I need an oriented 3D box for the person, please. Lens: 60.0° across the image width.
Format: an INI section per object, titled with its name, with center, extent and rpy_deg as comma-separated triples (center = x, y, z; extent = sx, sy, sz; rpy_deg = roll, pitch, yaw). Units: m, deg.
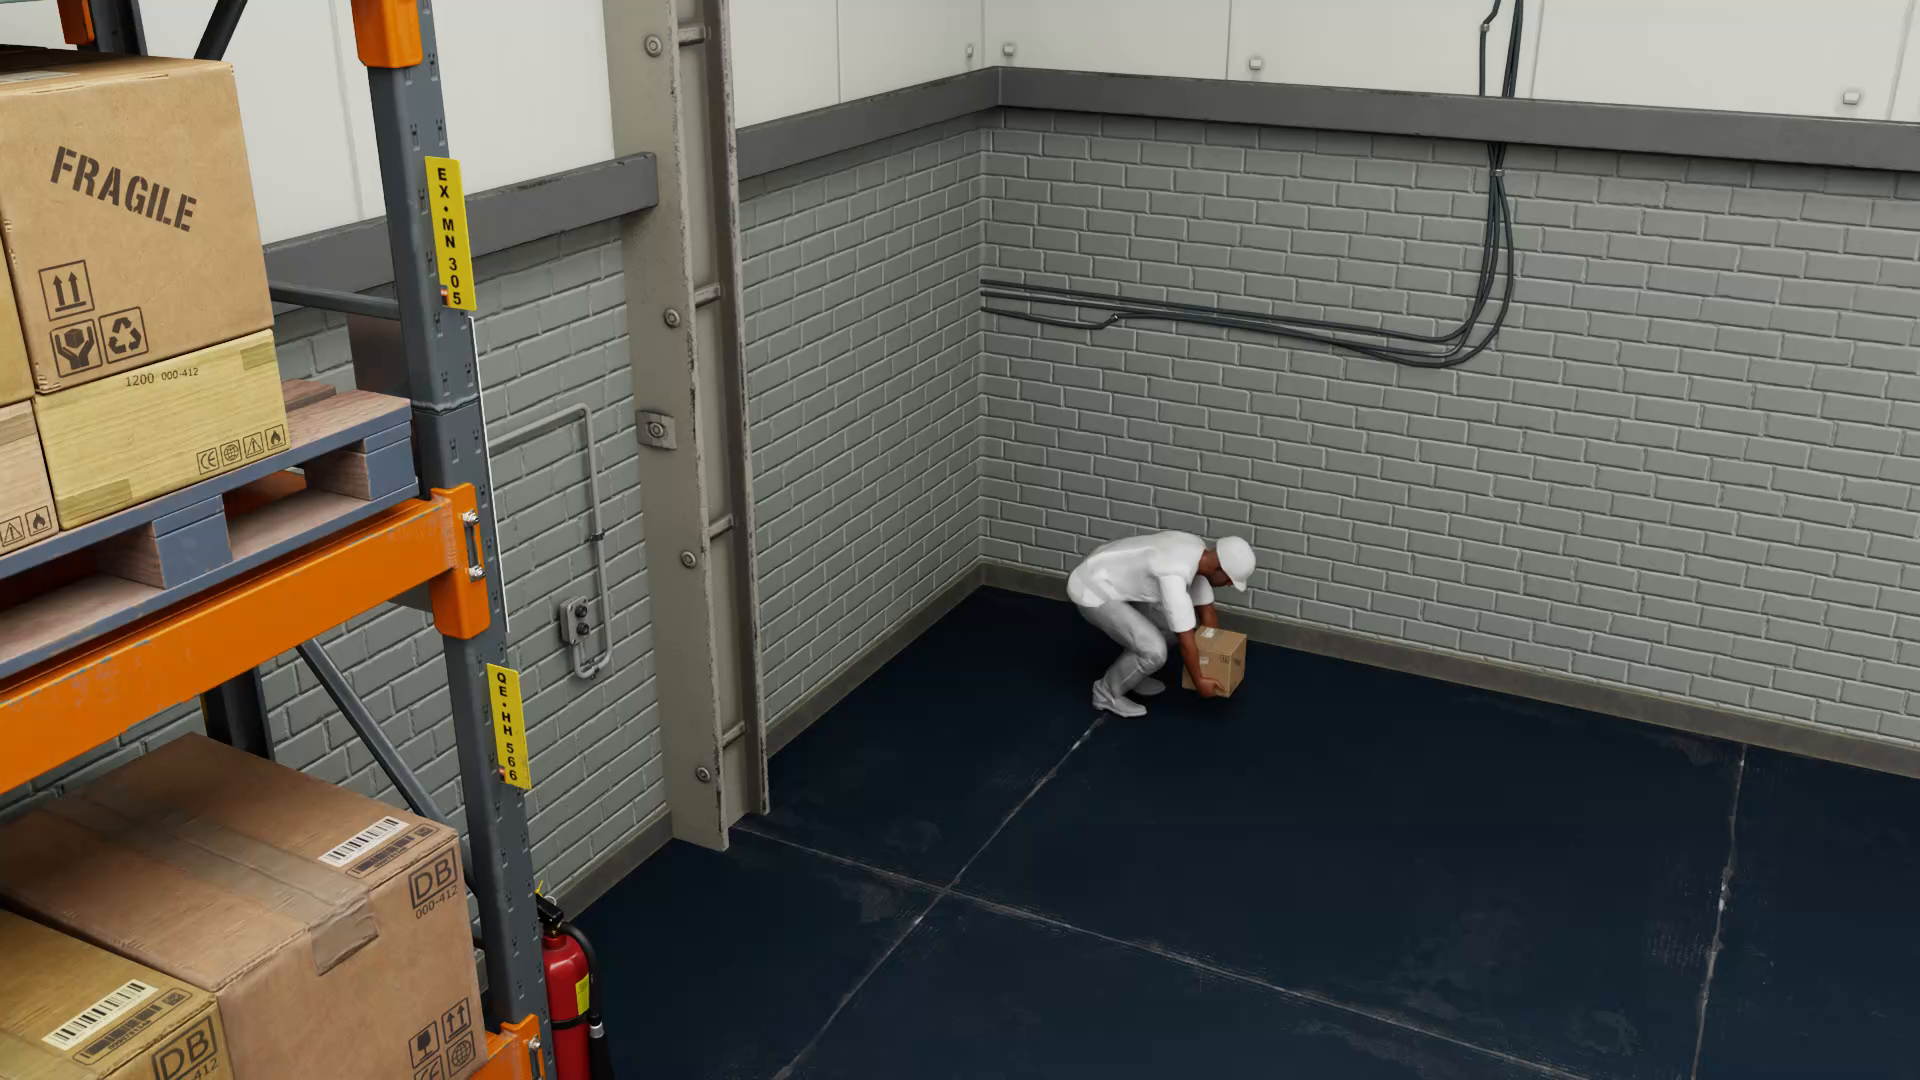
[person]
center = 1.031, 0.401, 8.584
extent = 0.944, 1.013, 0.534
rpy_deg = 10, 25, 23
